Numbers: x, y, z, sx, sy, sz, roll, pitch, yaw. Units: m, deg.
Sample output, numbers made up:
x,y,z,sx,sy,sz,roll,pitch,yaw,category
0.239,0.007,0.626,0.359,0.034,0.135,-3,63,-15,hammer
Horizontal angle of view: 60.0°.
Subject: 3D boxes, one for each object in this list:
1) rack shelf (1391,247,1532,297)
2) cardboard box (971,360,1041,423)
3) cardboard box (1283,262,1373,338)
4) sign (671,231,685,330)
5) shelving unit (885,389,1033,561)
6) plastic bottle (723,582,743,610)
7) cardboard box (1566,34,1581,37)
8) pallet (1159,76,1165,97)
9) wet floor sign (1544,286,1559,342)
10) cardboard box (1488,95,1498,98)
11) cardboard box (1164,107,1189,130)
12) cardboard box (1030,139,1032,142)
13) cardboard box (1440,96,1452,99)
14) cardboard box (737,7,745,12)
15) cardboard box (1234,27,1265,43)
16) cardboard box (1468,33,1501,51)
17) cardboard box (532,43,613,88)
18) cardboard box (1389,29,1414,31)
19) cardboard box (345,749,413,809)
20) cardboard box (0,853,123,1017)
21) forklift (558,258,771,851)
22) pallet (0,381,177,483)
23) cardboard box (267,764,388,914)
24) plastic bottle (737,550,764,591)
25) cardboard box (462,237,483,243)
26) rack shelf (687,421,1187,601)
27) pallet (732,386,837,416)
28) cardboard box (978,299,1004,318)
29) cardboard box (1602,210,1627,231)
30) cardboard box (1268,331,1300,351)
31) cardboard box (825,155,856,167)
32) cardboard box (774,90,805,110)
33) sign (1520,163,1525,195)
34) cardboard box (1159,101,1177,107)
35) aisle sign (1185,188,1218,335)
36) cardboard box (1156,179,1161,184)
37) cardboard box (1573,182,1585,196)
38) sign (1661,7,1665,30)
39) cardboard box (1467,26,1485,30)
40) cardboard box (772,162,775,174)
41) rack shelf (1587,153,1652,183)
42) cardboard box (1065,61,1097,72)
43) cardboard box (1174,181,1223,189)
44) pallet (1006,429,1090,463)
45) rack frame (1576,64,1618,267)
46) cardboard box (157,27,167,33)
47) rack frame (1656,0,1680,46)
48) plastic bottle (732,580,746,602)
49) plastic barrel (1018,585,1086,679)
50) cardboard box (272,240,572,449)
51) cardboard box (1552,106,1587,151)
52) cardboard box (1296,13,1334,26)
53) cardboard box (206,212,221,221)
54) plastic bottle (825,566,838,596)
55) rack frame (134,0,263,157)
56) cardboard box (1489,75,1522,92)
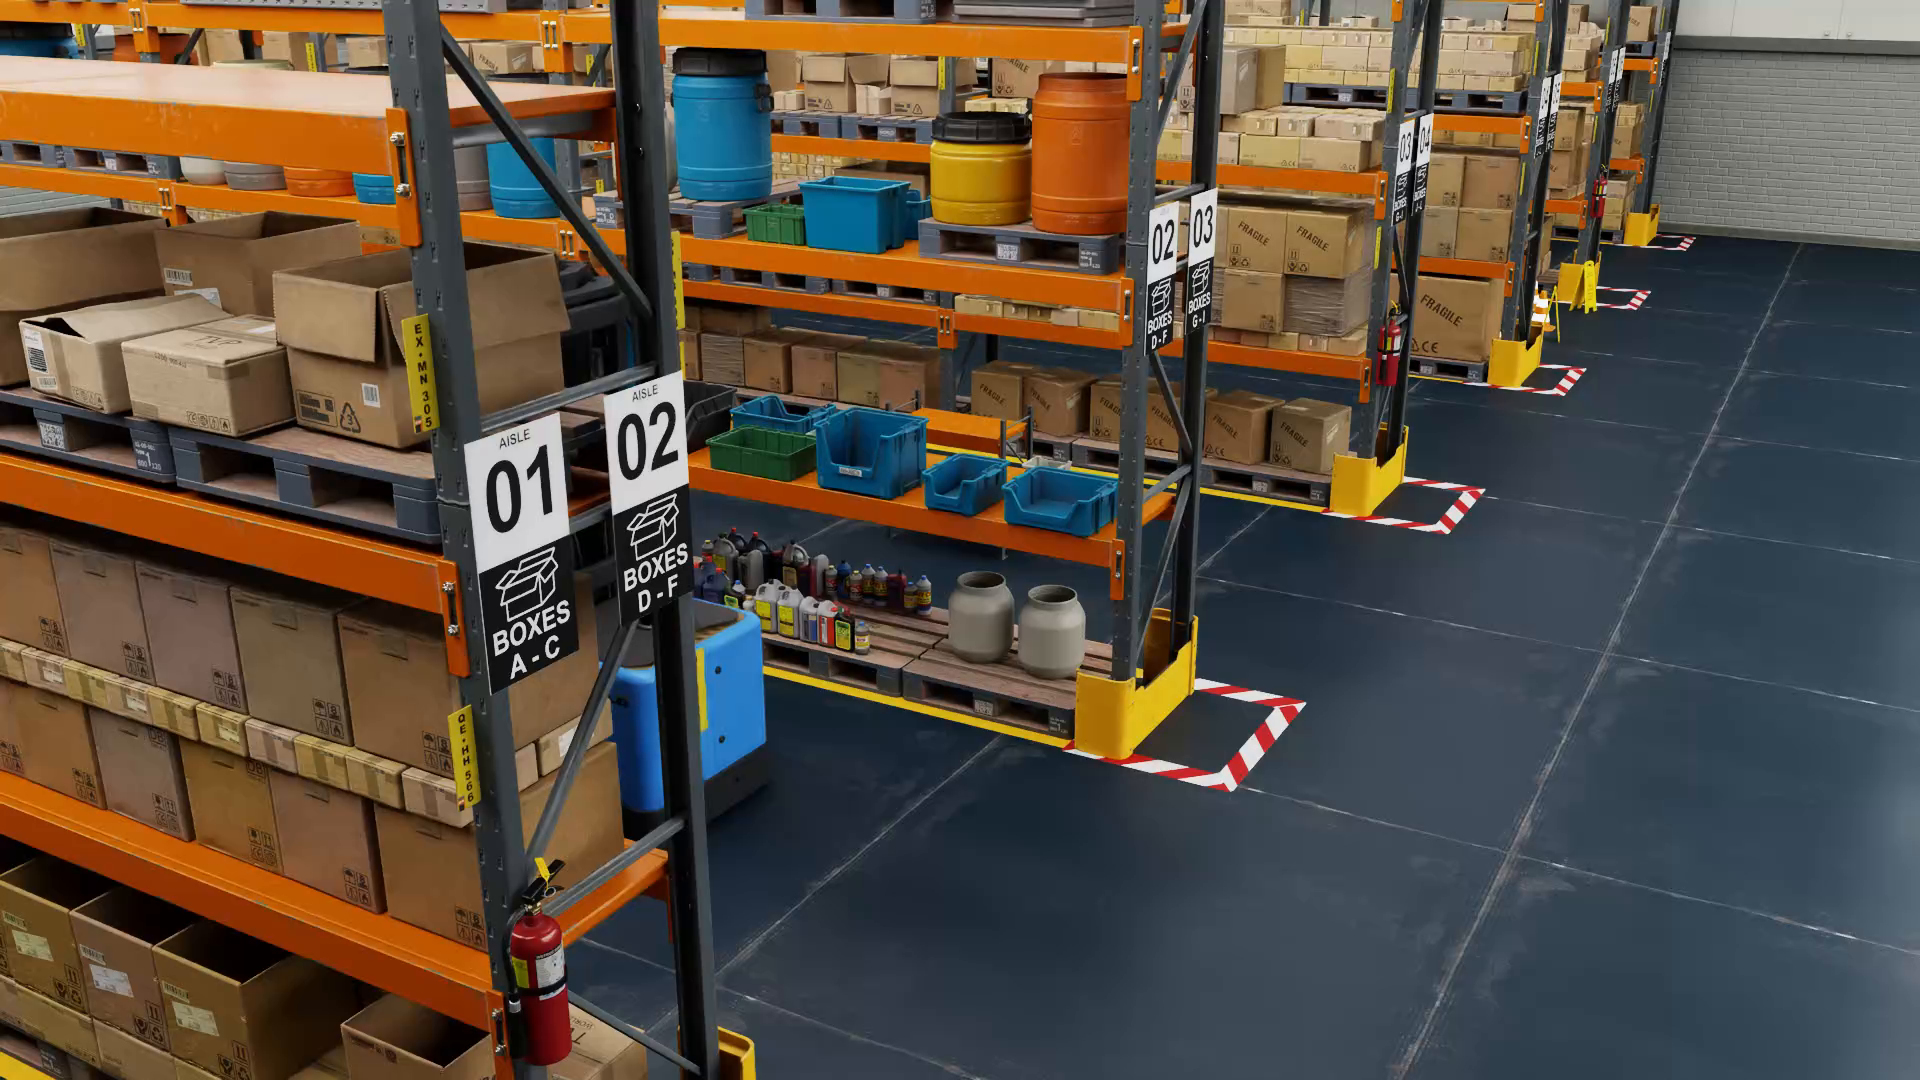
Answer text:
x,y,z,sx,sy,sz,roll,pitch,yaw,category
4.362,-3.239,18.950,4.000,0.370,1.077,11,23,27,rack shelf
0.439,-1.394,15.859,0.500,0.500,0.500,10,22,26,cardboard box
3.134,-2.071,14.093,0.500,0.500,0.875,11,23,27,cardboard box
-0.958,-0.859,5.537,0.005,0.325,0.100,11,23,27,sign
-0.006,-0.530,13.176,1.048,1.125,0.538,11,23,27,shelving unit
-1.516,0.424,11.136,0.133,0.283,0.061,12,23,30,plastic bottle
7.995,-6.559,21.848,0.250,0.149,0.380,11,23,27,cardboard box
1.792,-5.368,19.645,1.217,0.209,0.805,10,22,25,pallet
7.099,-2.722,19.924,0.232,0.644,0.267,7,21,18,wet floor sign
8.687,-7.241,27.394,0.250,0.149,0.380,10,22,26,cardboard box
1.857,-3.543,13.970,0.250,0.149,0.380,10,22,25,cardboard box
0.841,-3.552,14.579,0.500,0.250,0.500,11,22,27,cardboard box
7.992,-7.173,27.205,0.250,0.149,0.380,10,22,26,cardboard box
-3.235,-8.648,27.495,0.637,0.503,0.797,13,24,31,cardboard box
3.212,-5.575,18.373,0.250,0.149,0.380,11,22,27,cardboard box
5.431,-5.153,17.209,0.250,0.149,0.380,11,23,28,cardboard box
-3.951,-4.851,17.174,0.637,0.503,0.797,12,23,30,cardboard box
4.863,-5.518,18.215,0.250,0.149,0.380,10,22,27,cardboard box
-1.889,0.762,5.768,0.250,0.149,0.380,11,23,29,cardboard box
-3.600,1.578,6.933,0.500,0.500,0.500,11,23,27,cardboard box
-2.602,-0.084,9.300,3.031,2.935,1.130,12,23,29,forklift
-2.907,-0.533,6.165,1.213,0.211,1.003,11,23,27,pallet
-2.096,0.949,6.202,0.500,0.500,0.700,11,23,29,cardboard box
-1.487,0.200,11.765,0.135,0.276,0.152,11,23,27,plastic bottle
-5.266,-3.425,18.263,0.500,0.500,0.500,11,23,28,cardboard box
-0.561,-0.305,10.861,4.000,0.370,1.077,11,23,27,rack shelf
-1.641,-1.471,17.110,1.213,0.211,1.003,11,23,27,pallet
0.362,-2.161,15.292,0.250,0.149,0.380,11,23,27,cardboard box
10.287,-5.102,26.448,0.500,0.250,0.500,11,23,28,cardboard box
2.790,-1.721,14.078,0.250,0.149,0.380,11,23,27,cardboard box
-1.528,-4.879,21.296,0.250,0.149,0.380,10,22,25,cardboard box
-1.577,-4.230,15.954,0.250,0.166,0.380,10,22,26,cardboard box
5.831,-3.741,17.234,0.005,0.325,0.100,11,23,27,sign
1.879,-3.720,14.458,0.250,0.149,0.380,10,22,25,cardboard box
1.391,-1.608,9.586,0.004,0.787,0.394,11,23,27,aisle sign
2.180,-4.508,19.780,0.500,0.500,0.700,10,22,26,cardboard box
8.238,-4.735,22.388,0.250,0.149,0.380,11,23,28,cardboard box
10.575,-7.843,25.007,0.005,0.325,0.100,11,23,27,sign
8.274,-8.122,26.564,0.250,0.149,0.380,12,23,29,cardboard box
-2.429,-4.911,21.822,0.250,0.149,0.380,11,22,27,cardboard box
9.105,-6.208,27.134,4.000,0.370,1.077,11,23,27,rack shelf
1.431,-5.634,19.555,0.500,0.250,0.500,11,22,27,cardboard box
2.921,-4.416,19.337,0.550,0.550,0.875,11,23,27,cardboard box
0.712,-1.038,15.917,1.213,0.211,1.003,11,23,27,pallet
8.434,-4.735,22.019,0.127,3.000,1.000,11,23,27,rack frame
-9.455,-5.947,20.053,0.500,0.500,0.700,10,22,25,cardboard box
10.851,-9.033,25.072,0.127,3.000,1.000,11,23,27,rack frame
-1.493,0.403,11.212,0.097,0.271,0.097,0,20,0,plastic bottle
0.574,0.575,10.413,0.421,0.512,0.421,0,20,0,plastic barrel
-1.733,-0.655,5.400,0.637,0.503,0.797,13,23,31,cardboard box
7.881,-5.412,21.836,0.500,0.500,0.700,10,22,26,cardboard box
5.938,-8.666,27.827,0.500,0.311,0.500,10,22,25,cardboard box
-8.875,-3.915,20.127,0.250,0.149,0.380,10,22,26,cardboard box
-0.898,0.280,11.653,0.097,0.201,0.097,0,20,0,plastic bottle
-5.799,-4.461,12.466,0.127,3.000,1.000,11,23,27,rack frame
5.653,-4.735,17.227,0.250,0.149,0.380,11,23,27,cardboard box
